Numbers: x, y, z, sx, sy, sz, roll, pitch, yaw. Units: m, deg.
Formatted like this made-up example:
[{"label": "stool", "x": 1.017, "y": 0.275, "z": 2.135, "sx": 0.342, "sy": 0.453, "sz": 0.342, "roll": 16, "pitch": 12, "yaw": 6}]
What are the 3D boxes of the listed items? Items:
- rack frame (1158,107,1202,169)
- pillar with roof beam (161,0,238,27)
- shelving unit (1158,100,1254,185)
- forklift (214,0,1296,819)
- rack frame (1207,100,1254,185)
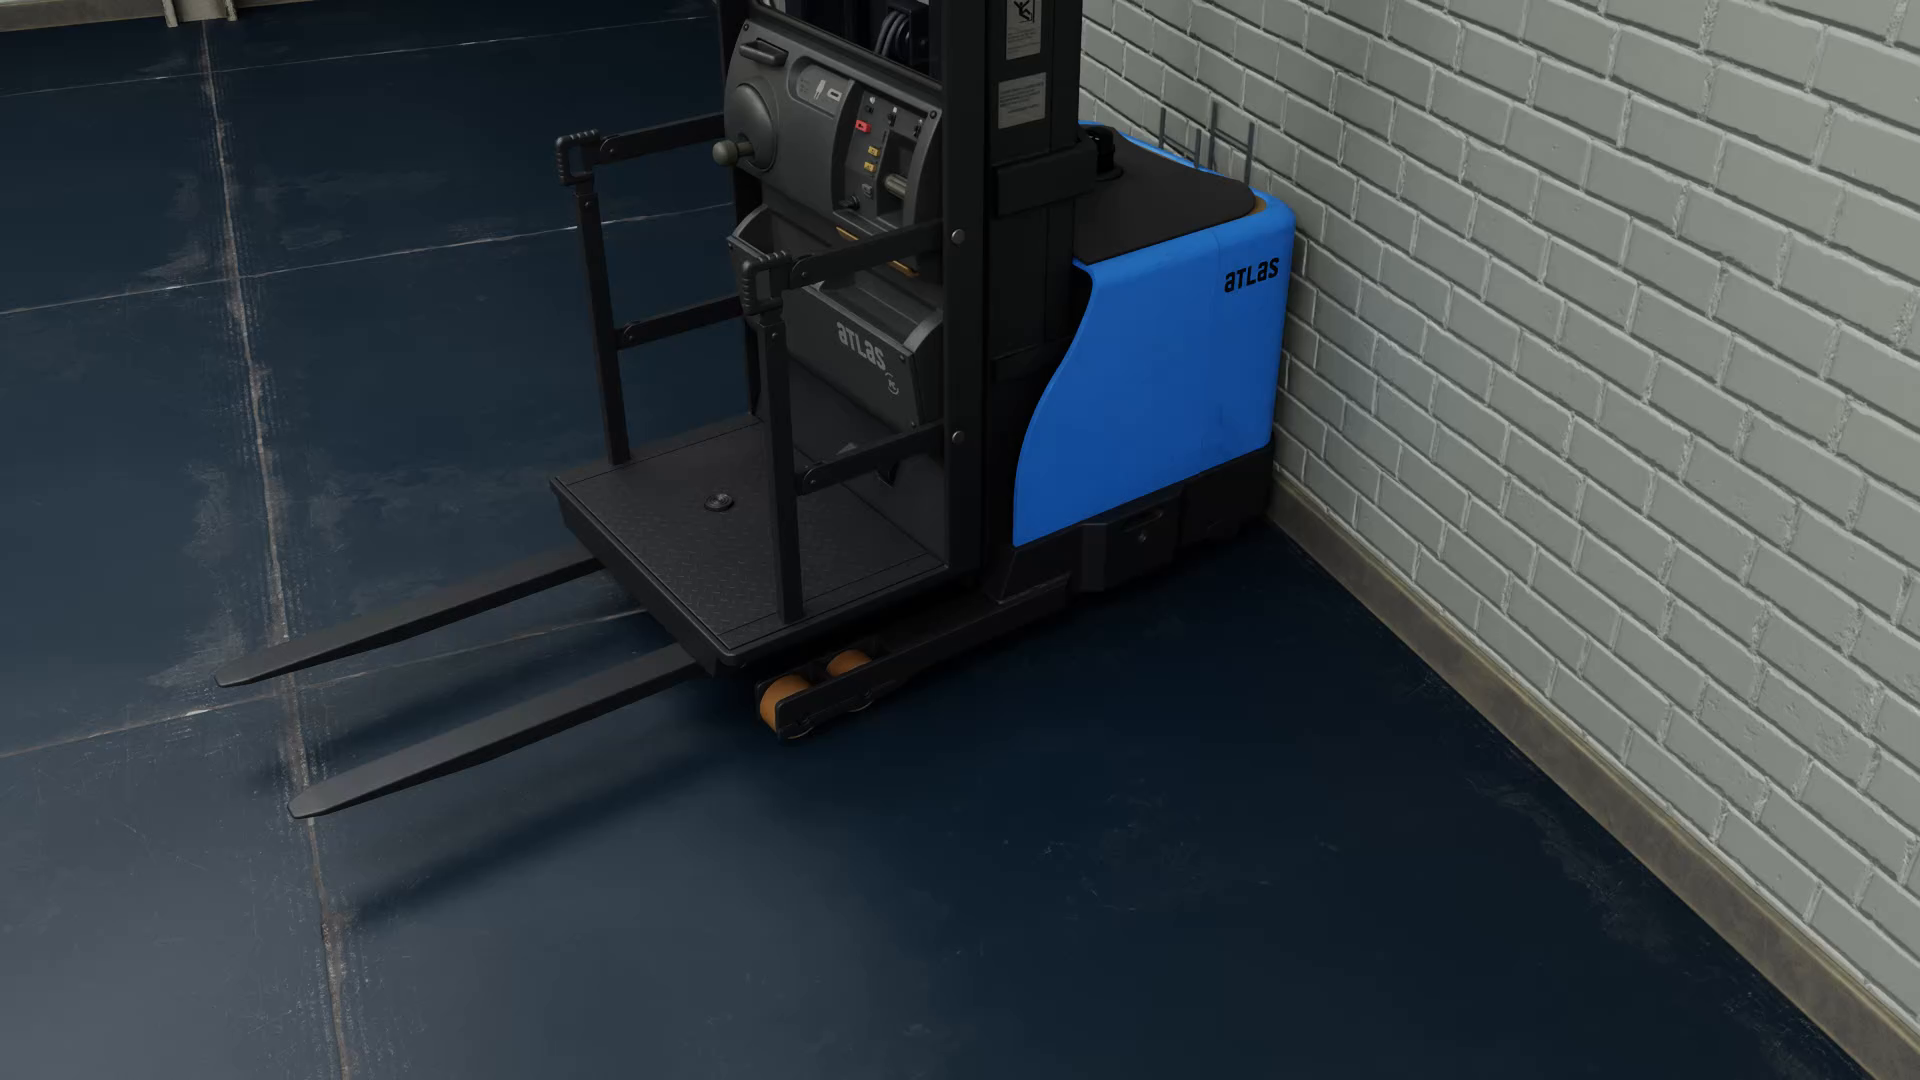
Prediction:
[{"label": "rack frame", "x": 0.666, "y": -0.767, "z": 5.351, "sx": 0.006, "sy": 1.200, "sz": 0.240, "roll": -12, "pitch": 34, "yaw": -19}, {"label": "pillar with roof beam", "x": -2.964, "y": -4.804, "z": 4.382, "sx": 0.400, "sy": 9.000, "sz": 9.100, "roll": -13, "pitch": 35, "yaw": -19}, {"label": "shelving unit", "x": 0.750, "y": -0.786, "z": 5.381, "sx": 0.189, "sy": 1.200, "sz": 0.258, "roll": -12, "pitch": 34, "yaw": -19}, {"label": "forklift", "x": -0.510, "y": -1.028, "z": 4.142, "sx": 3.031, "sy": 2.935, "sz": 1.130, "roll": -21, "pitch": 39, "yaw": -29}, {"label": "rack frame", "x": 0.835, "y": -0.804, "z": 5.412, "sx": 0.006, "sy": 1.200, "sz": 0.240, "roll": -12, "pitch": 34, "yaw": -19}]
